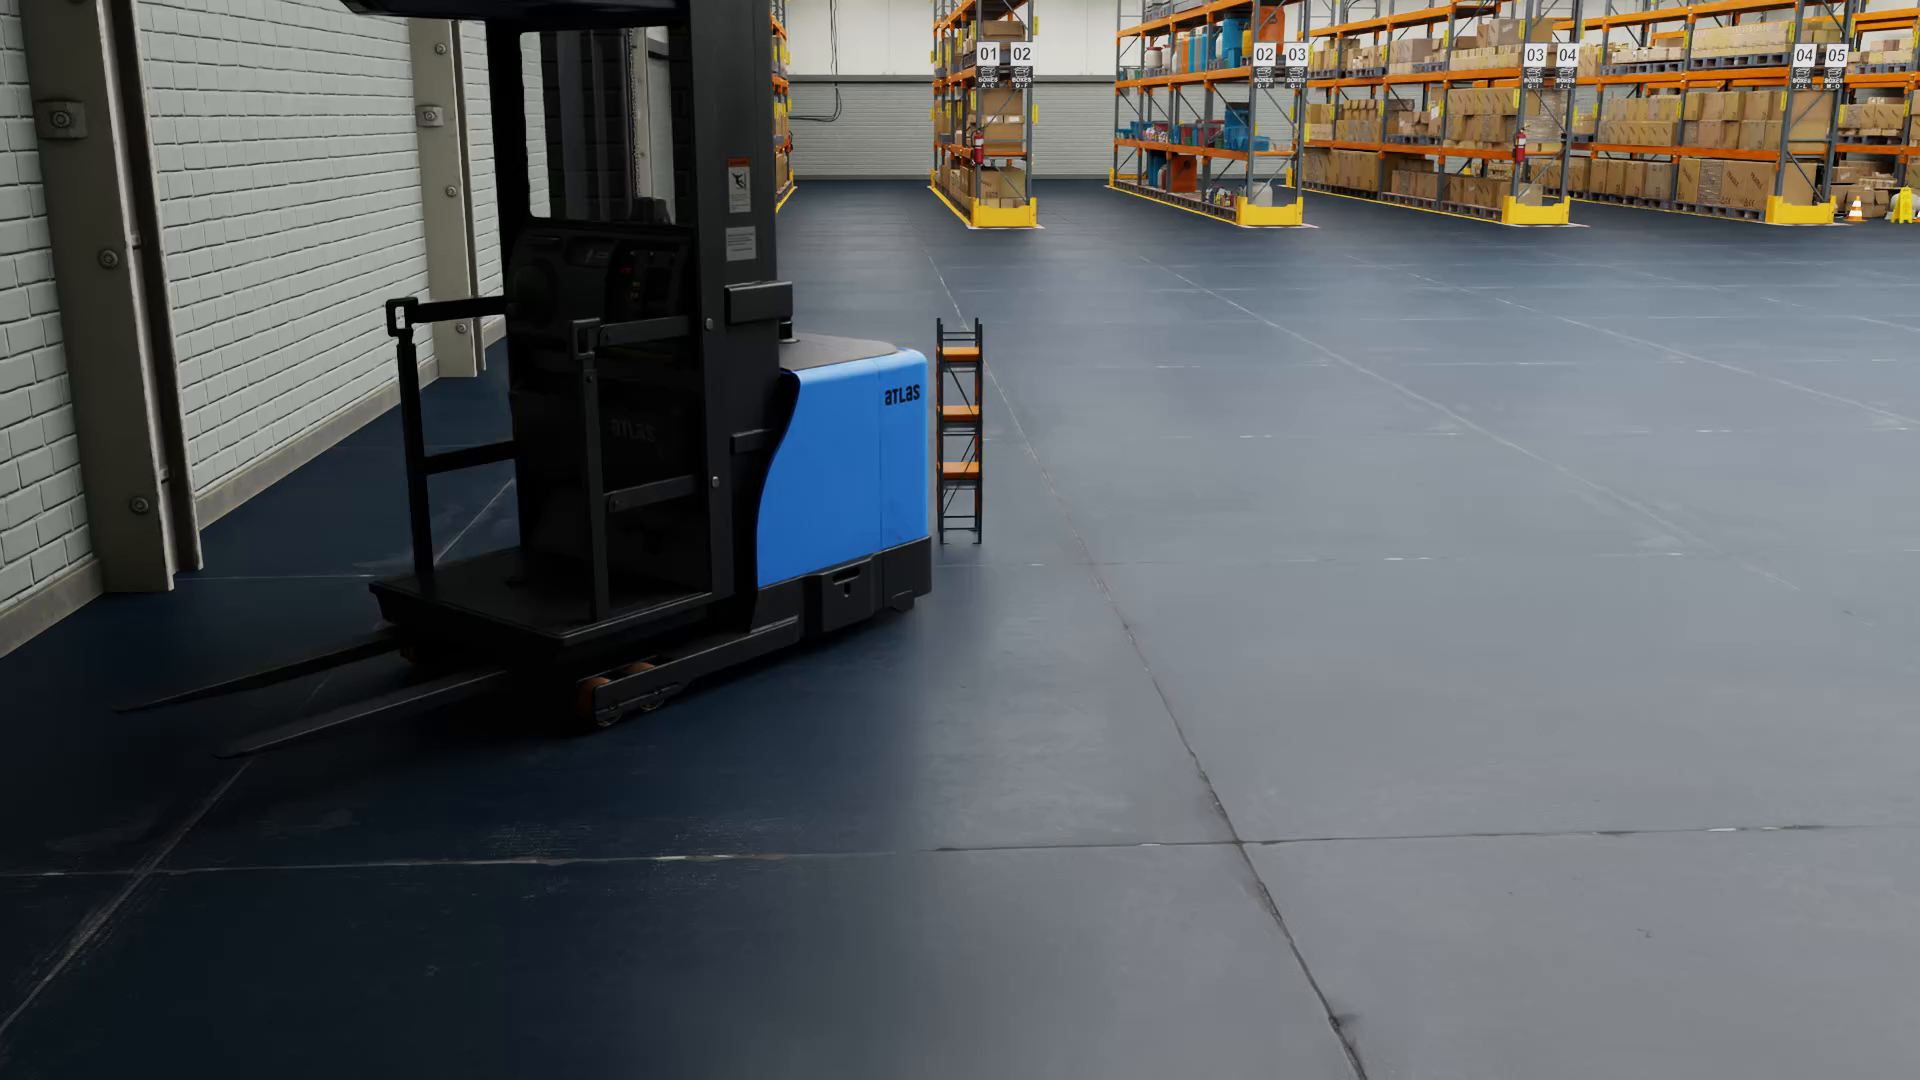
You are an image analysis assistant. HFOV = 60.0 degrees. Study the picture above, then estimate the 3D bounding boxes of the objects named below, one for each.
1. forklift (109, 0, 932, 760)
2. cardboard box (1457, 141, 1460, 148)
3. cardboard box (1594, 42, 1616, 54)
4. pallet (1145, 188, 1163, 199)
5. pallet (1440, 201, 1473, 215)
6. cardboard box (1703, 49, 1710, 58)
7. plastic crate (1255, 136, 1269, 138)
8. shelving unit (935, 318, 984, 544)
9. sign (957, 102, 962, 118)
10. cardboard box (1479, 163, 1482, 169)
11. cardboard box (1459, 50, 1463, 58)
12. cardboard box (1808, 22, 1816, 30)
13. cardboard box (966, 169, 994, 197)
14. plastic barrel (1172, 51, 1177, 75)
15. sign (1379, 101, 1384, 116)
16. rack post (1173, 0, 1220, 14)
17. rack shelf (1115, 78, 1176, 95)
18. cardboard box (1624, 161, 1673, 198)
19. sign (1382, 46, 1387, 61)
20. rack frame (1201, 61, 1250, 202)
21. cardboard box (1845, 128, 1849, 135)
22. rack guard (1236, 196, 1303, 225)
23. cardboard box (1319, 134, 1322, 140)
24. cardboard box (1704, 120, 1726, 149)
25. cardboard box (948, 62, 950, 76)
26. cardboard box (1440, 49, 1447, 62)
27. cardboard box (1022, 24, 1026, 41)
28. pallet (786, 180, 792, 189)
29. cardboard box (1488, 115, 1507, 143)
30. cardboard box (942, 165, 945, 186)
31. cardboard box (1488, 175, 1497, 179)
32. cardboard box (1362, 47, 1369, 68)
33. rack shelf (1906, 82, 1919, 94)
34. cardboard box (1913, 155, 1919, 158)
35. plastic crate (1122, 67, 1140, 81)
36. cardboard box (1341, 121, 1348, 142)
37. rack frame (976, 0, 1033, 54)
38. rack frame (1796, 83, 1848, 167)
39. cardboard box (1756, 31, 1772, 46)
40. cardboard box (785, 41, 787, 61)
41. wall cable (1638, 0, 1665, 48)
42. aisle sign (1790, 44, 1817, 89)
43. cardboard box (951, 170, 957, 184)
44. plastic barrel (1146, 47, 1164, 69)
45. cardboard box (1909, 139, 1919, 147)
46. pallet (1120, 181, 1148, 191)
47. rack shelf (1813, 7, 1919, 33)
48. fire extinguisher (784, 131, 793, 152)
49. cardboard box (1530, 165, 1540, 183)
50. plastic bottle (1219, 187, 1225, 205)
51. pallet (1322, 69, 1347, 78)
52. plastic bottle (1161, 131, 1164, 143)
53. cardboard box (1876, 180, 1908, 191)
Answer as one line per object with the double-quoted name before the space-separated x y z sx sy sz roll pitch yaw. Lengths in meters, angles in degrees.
"forklift" -1.423 -0.931 5.763 1.130 2.935 3.031 11 18 37
"cardboard box" 10.211 -7.946 33.392 0.380 0.149 0.250 -1 14 -3
"cardboard box" 14.852 -11.326 38.270 0.396 0.266 0.258 -1 14 -3
"pallet" 5.073 -8.378 40.163 1.003 0.211 1.213 -1 14 -3
"pallet" 10.504 -6.795 34.010 1.003 0.211 1.213 -1 14 -3
"cardboard box" 15.099 -9.724 33.239 0.380 0.149 0.250 -1 14 -4
"plastic crate" 5.824 -7.892 32.978 0.499 0.251 0.616 -1 14 -3
"shelving unit" -0.003 -0.522 7.947 0.215 1.050 0.252 -1 14 -3
"sign" -0.001 -8.671 33.543 0.100 0.325 0.005 -1 14 -3
"cardboard box" 14.359 -10.191 45.301 0.380 0.149 0.250 -1 14 -4
"cardboard box" 10.225 -9.734 33.319 0.380 0.149 0.250 -2 15 -6
"cardboard box" 15.914 -9.487 30.721 0.380 0.149 0.250 -1 14 -3
"cardboard box" 0.381 -6.777 31.516 0.500 0.500 0.500 -1 14 -3
"plastic barrel" 4.950 -10.655 37.173 0.421 0.512 0.421 0 14 0
"sign" 9.626 -9.858 37.996 0.100 0.325 0.005 -1 14 -3
"rack post" 5.276 -11.726 35.139 1.013 1.000 3.121 -1 14 -3
"rack shelf" 4.864 -11.826 43.395 1.077 0.370 4.000 -1 14 -3
"cardboard box" 15.200 -7.870 36.265 1.050 0.750 0.750 -1 14 -3
"sign" 9.625 -11.041 37.703 0.100 0.325 0.005 -1 14 -3
"rack frame" 5.484 -8.235 34.013 1.000 3.000 0.127 -1 14 -3
"cardboard box" 20.006 -9.121 37.116 0.380 0.149 0.250 0 14 -1
"rack guard" 5.680 -6.048 30.529 1.175 0.500 0.348 -1 14 -3
"cardboard box" 9.538 -10.442 43.095 0.380 0.149 0.250 -1 14 -2
"cardboard box" 15.392 -8.071 33.076 0.875 0.550 0.550 -1 14 -3
"cardboard box" 0.200 -10.890 38.112 0.910 0.500 0.500 -1 14 -3
"cardboard box" 10.269 -10.135 34.803 0.396 0.266 0.258 0 14 -1
"cardboard box" 0.958 -9.354 31.019 0.500 0.500 0.500 -1 14 -3
"pallet" -5.020 -9.518 44.597 1.003 0.211 1.213 -1 14 -3
"cardboard box" 10.518 -7.769 31.404 0.875 0.500 0.500 -1 14 -3
"cardboard box" -0.169 -9.028 41.227 0.500 0.500 0.500 -2 15 -6
"cardboard box" 14.420 -9.719 44.658 0.380 0.149 0.250 -2 15 -6
"cardboard box" 10.032 -11.520 39.711 0.797 0.503 0.637 -1 14 -4
"rack shelf" 24.901 -11.139 40.722 1.077 0.370 4.000 -1 14 -3
"cardboard box" 24.597 -9.825 42.469 0.380 0.149 0.250 -2 15 -6
"plastic crate" 4.561 -12.258 43.753 0.504 0.338 0.767 -1 14 -3
"cardboard box" 9.743 -10.106 41.085 0.500 0.500 0.500 -1 14 -3
"rack frame" 0.788 -10.070 29.105 1.000 3.000 0.127 -1 14 -3
"rack frame" 20.071 -9.459 38.771 1.000 3.000 0.127 -1 14 -3
"cardboard box" 15.293 -9.386 31.127 0.500 0.250 0.500 -1 14 -3
"cardboard box" -4.830 -12.884 43.813 0.500 0.500 0.500 -1 14 -4
"wall cable" 22.475 -15.827 51.406 2.988 3.039 0.133 -1 14 -3
"aisle sign" 15.337 -8.605 30.233 0.394 0.787 0.004 -1 14 -3
"cardboard box" 0.072 -8.032 36.775 0.500 0.311 0.500 -1 14 -5
"plastic barrel" 4.771 -11.812 40.779 0.433 0.535 0.433 0 14 0
"cardboard box" 20.018 -8.260 34.612 0.380 0.149 0.250 -1 14 -4
"pallet" 4.825 -9.361 43.984 1.003 0.211 1.213 -1 14 -3
"rack shelf" 20.195 -11.325 36.230 1.077 0.370 4.000 -1 14 -3
"fire extinguisher" -4.696 -10.893 45.247 0.296 0.674 0.183 -1 14 -3
"cardboard box" 14.670 -9.157 41.772 0.500 0.500 0.500 0 14 -1
"plastic bottle" 5.169 -6.759 32.710 0.144 0.351 0.185 0 14 -1
"pallet" 9.892 -11.914 42.472 1.003 0.211 1.213 -1 14 -3
"plastic bottle" 4.758 -9.445 38.973 0.097 0.271 0.097 0 14 0
"cardboard box" 20.283 -7.526 35.687 0.950 0.372 0.625 -1 14 -3
